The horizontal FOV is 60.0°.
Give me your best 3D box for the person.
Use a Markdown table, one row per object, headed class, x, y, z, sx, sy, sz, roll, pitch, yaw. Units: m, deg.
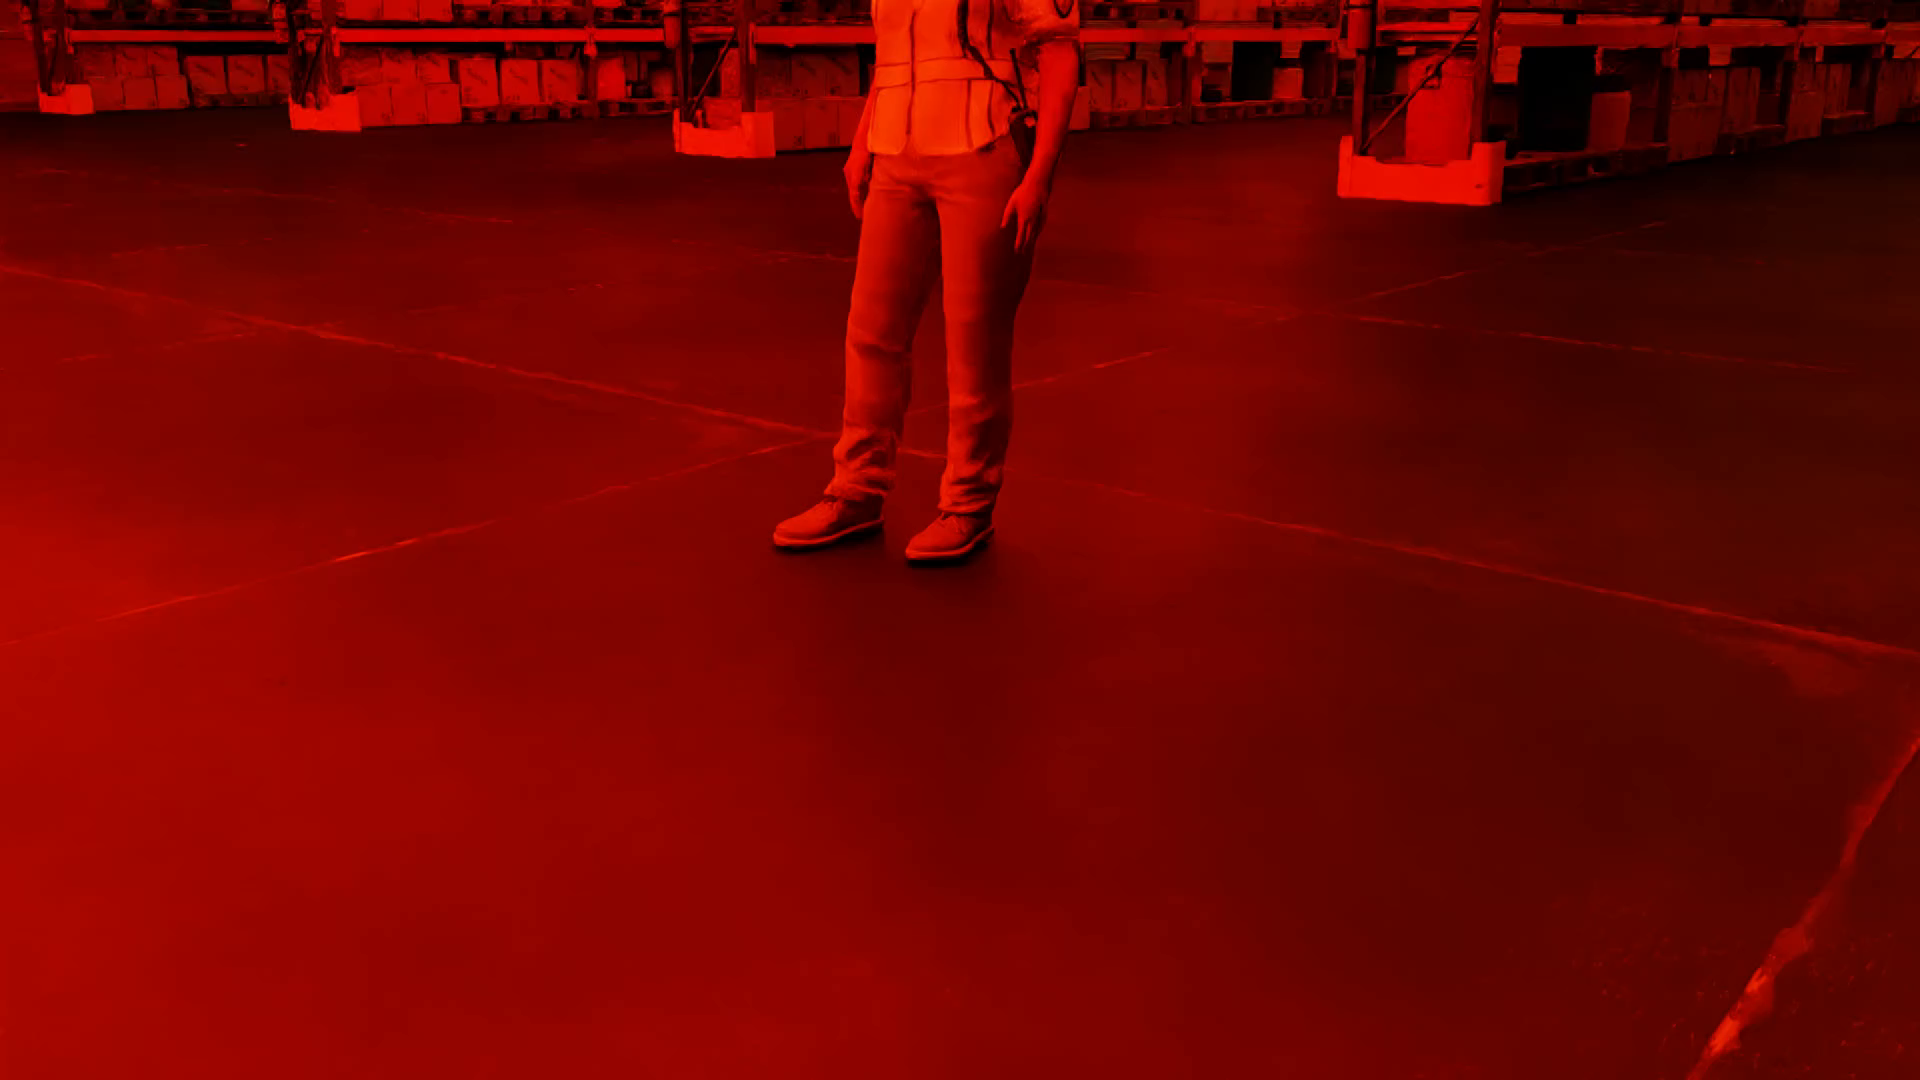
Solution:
| class | x | y | z | sx | sy | sz | roll | pitch | yaw |
| --- | --- | --- | --- | --- | --- | --- | --- | --- | --- |
| person | -0.066 | -0.791 | 3.655 | 0.598 | 1.669 | 0.529 | 13 | 21 | 37 |
